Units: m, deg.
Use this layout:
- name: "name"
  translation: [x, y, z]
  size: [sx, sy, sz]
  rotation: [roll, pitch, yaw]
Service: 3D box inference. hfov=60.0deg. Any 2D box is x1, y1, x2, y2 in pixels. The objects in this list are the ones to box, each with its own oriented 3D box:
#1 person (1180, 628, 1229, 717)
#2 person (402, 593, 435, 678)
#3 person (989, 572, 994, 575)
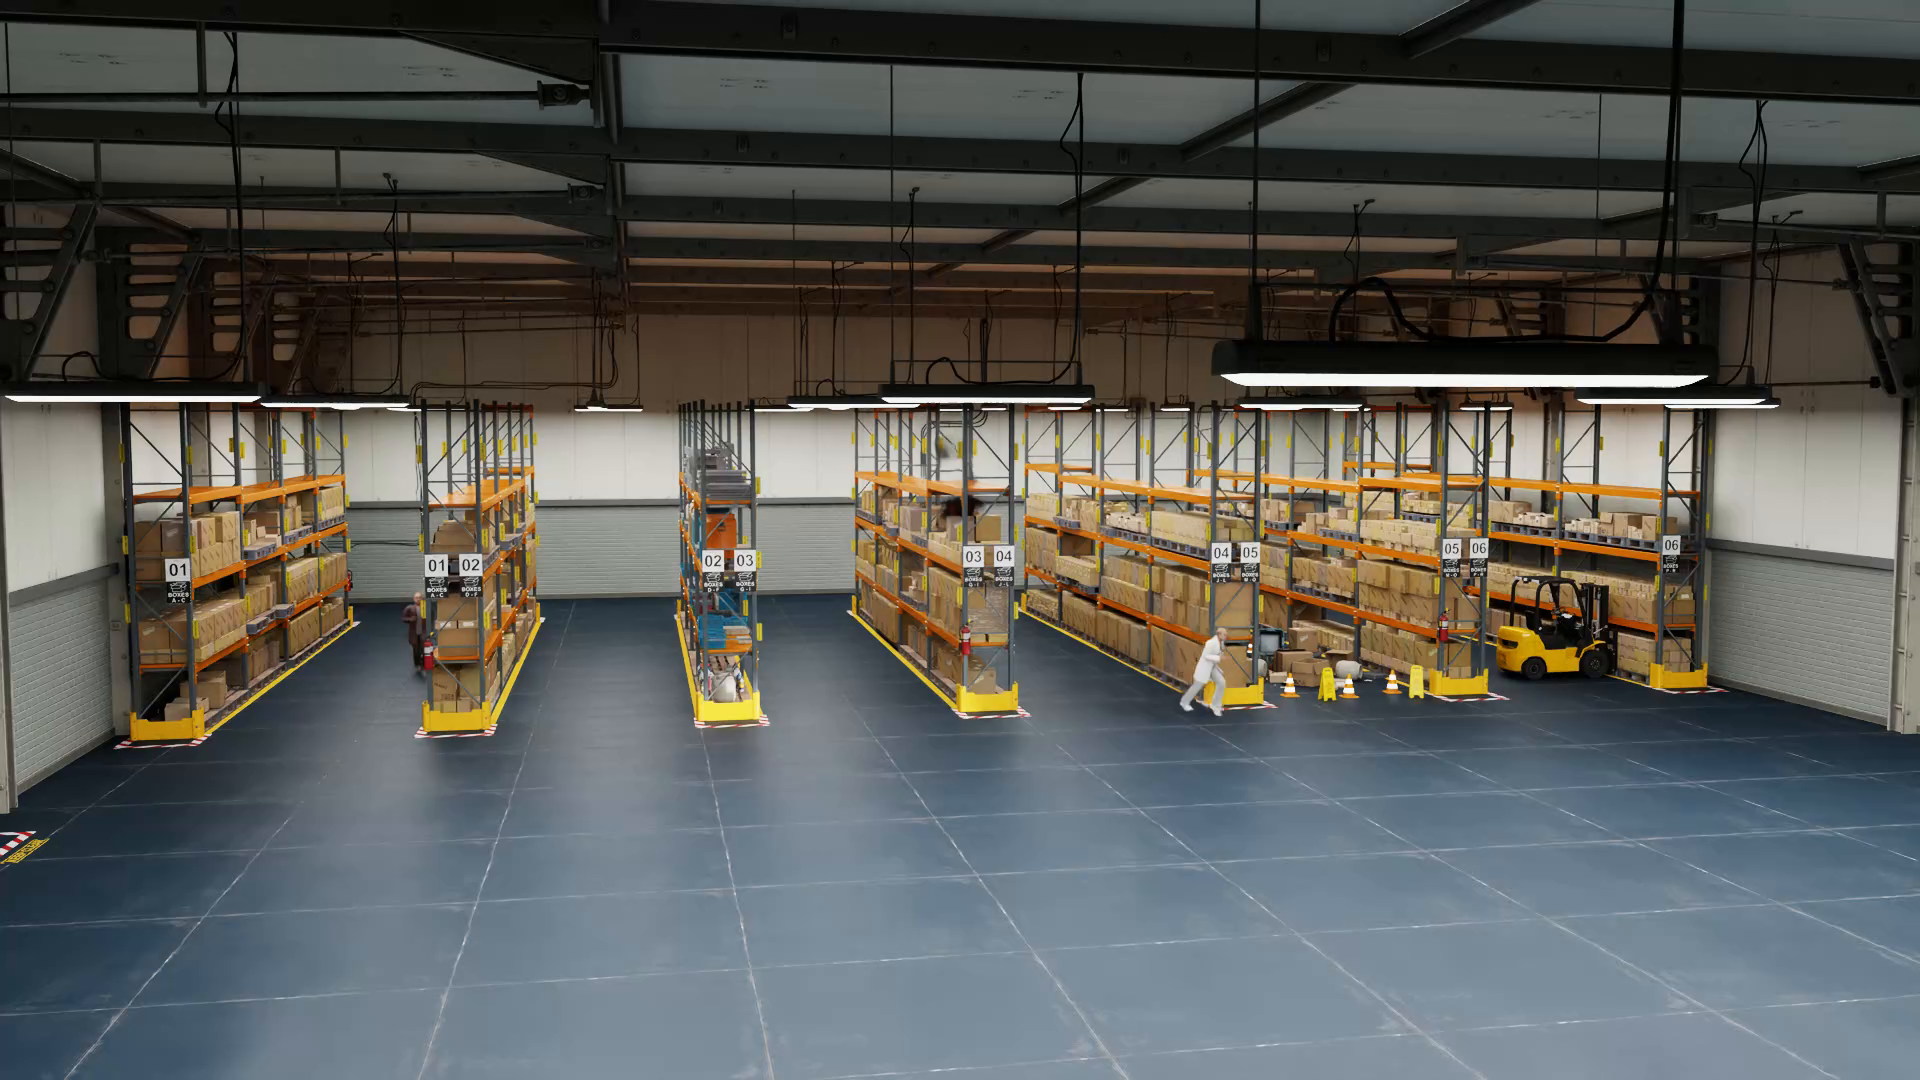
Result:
- name: "person"
  translation: [4.689, 2.516, 31.731]
  size: [1.076, 1.757, 0.752]
  rotation: [3, 5, 38]
- name: "person"
  translation: [-11.872, 2.069, 36.464]
  size: [0.696, 1.828, 0.915]
  rotation: [-1, 5, -18]
- name: "person"
  translation: [0.681, 1.294, 47.850]
  size: [0.817, 1.705, 0.669]
  rotation: [-1, 4, -10]
